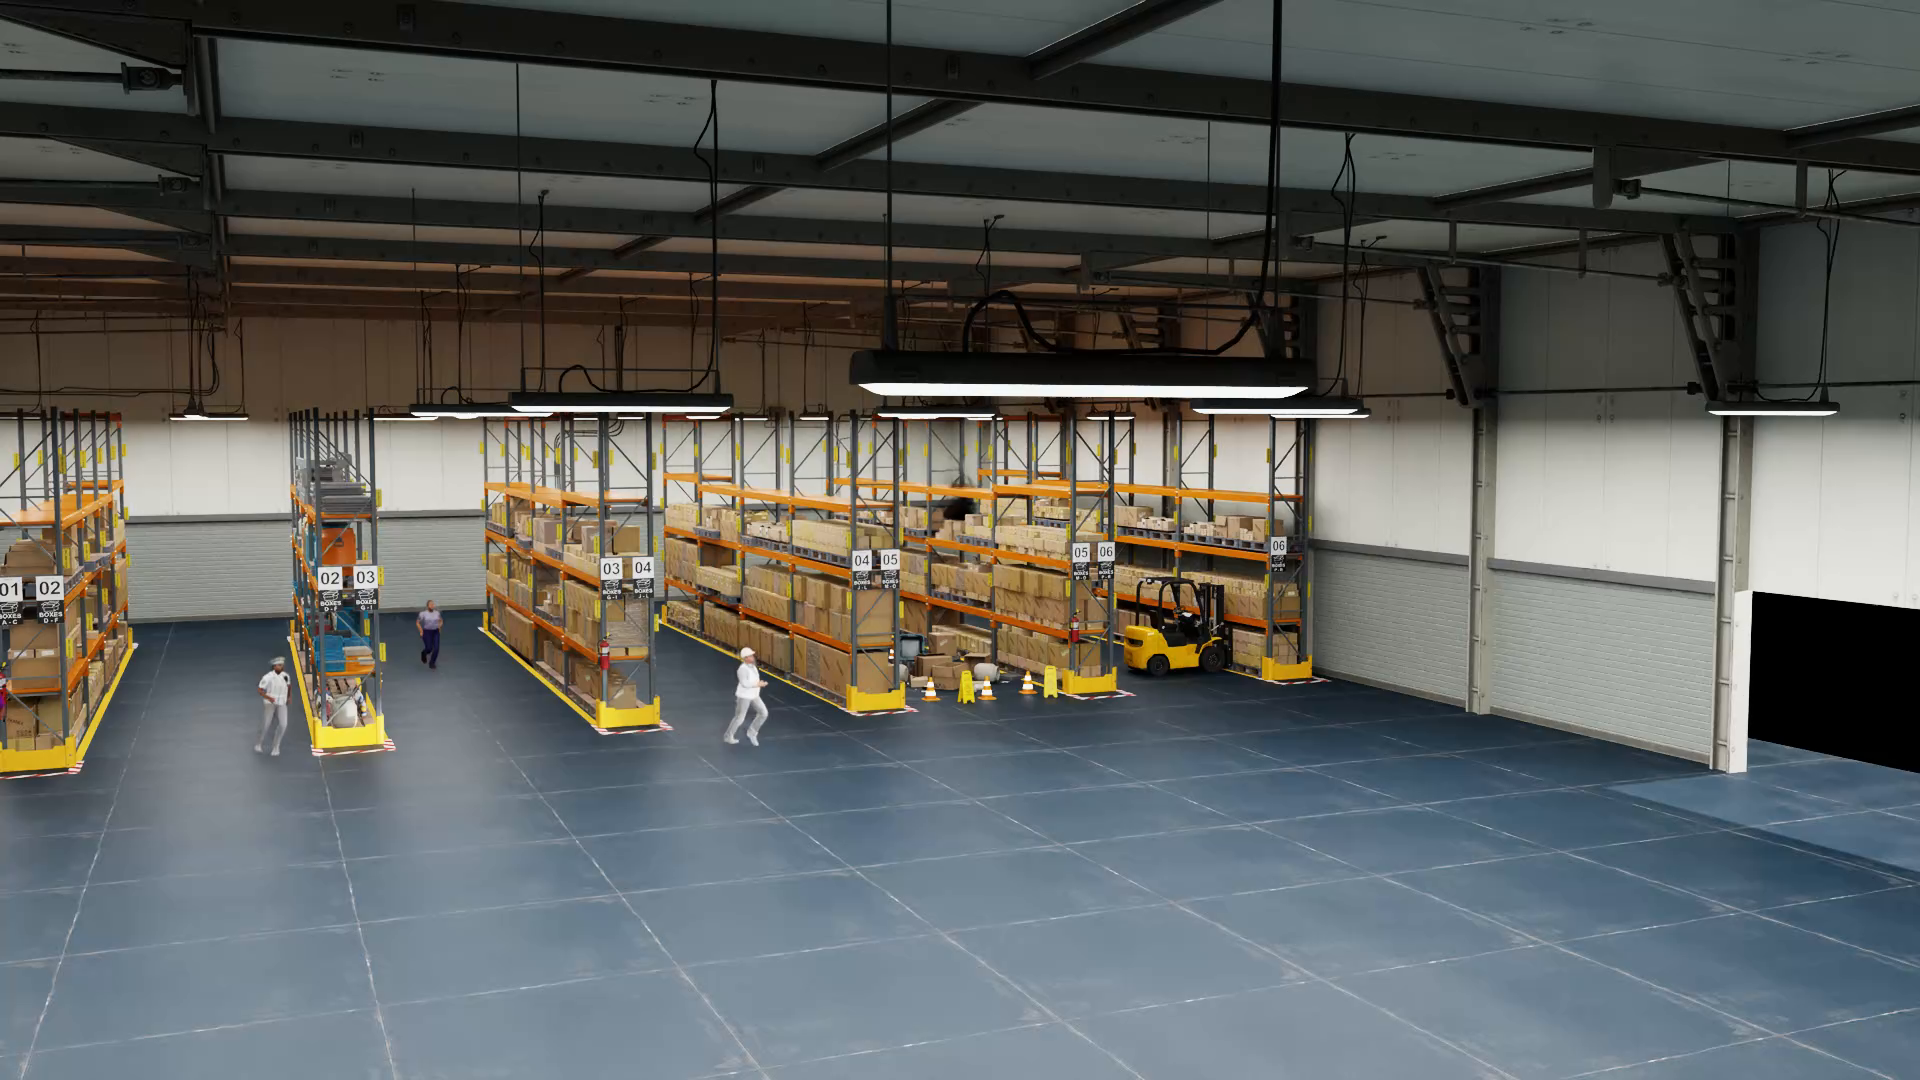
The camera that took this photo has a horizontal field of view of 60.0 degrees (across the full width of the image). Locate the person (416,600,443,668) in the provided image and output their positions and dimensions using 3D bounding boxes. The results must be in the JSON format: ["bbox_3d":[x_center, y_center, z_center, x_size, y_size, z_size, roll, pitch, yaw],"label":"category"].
[{"bbox_3d":[-12.357,2.207,38.853,0.607,1.593,0.551,-3,5,-36],"label":"person"}]

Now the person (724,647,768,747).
[{"bbox_3d":[-3.751,2.777,29.418,0.860,1.777,0.660,2,4,22],"label":"person"}]

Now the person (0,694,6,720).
[{"bbox_3d":[-15.533,2.999,26.451,0.846,1.766,0.714,1,4,20],"label":"person"}]

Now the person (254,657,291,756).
[{"bbox_3d":[-11.895,2.887,28.892,0.662,1.693,0.676,-4,5,-42],"label":"person"}]
